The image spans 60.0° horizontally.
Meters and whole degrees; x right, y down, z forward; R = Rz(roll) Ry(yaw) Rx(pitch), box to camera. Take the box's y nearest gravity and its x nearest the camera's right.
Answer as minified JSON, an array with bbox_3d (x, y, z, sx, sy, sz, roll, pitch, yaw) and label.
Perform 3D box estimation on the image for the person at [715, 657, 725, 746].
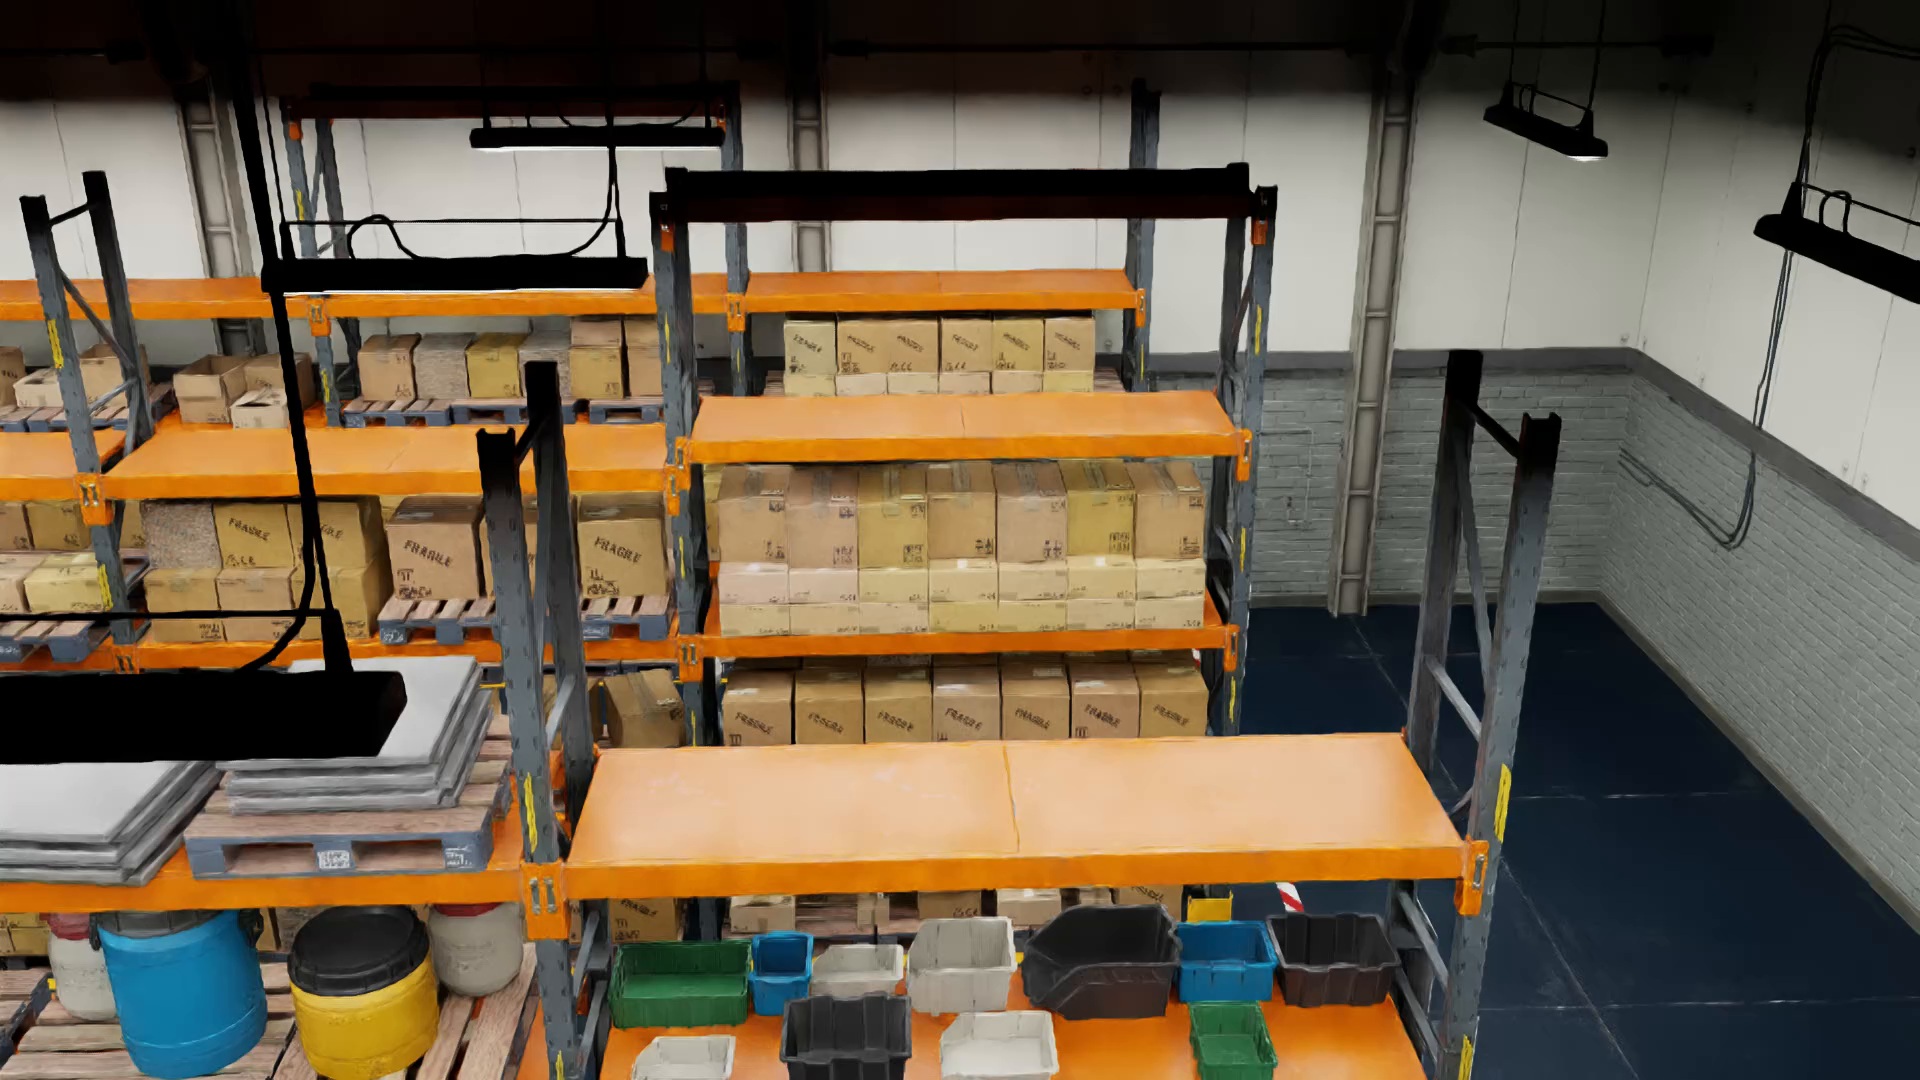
[{"bbox_3d":[-2.422,1.283,15.842,0.512,1.632,0.639,-2,22,-5],"label":"person"}]
